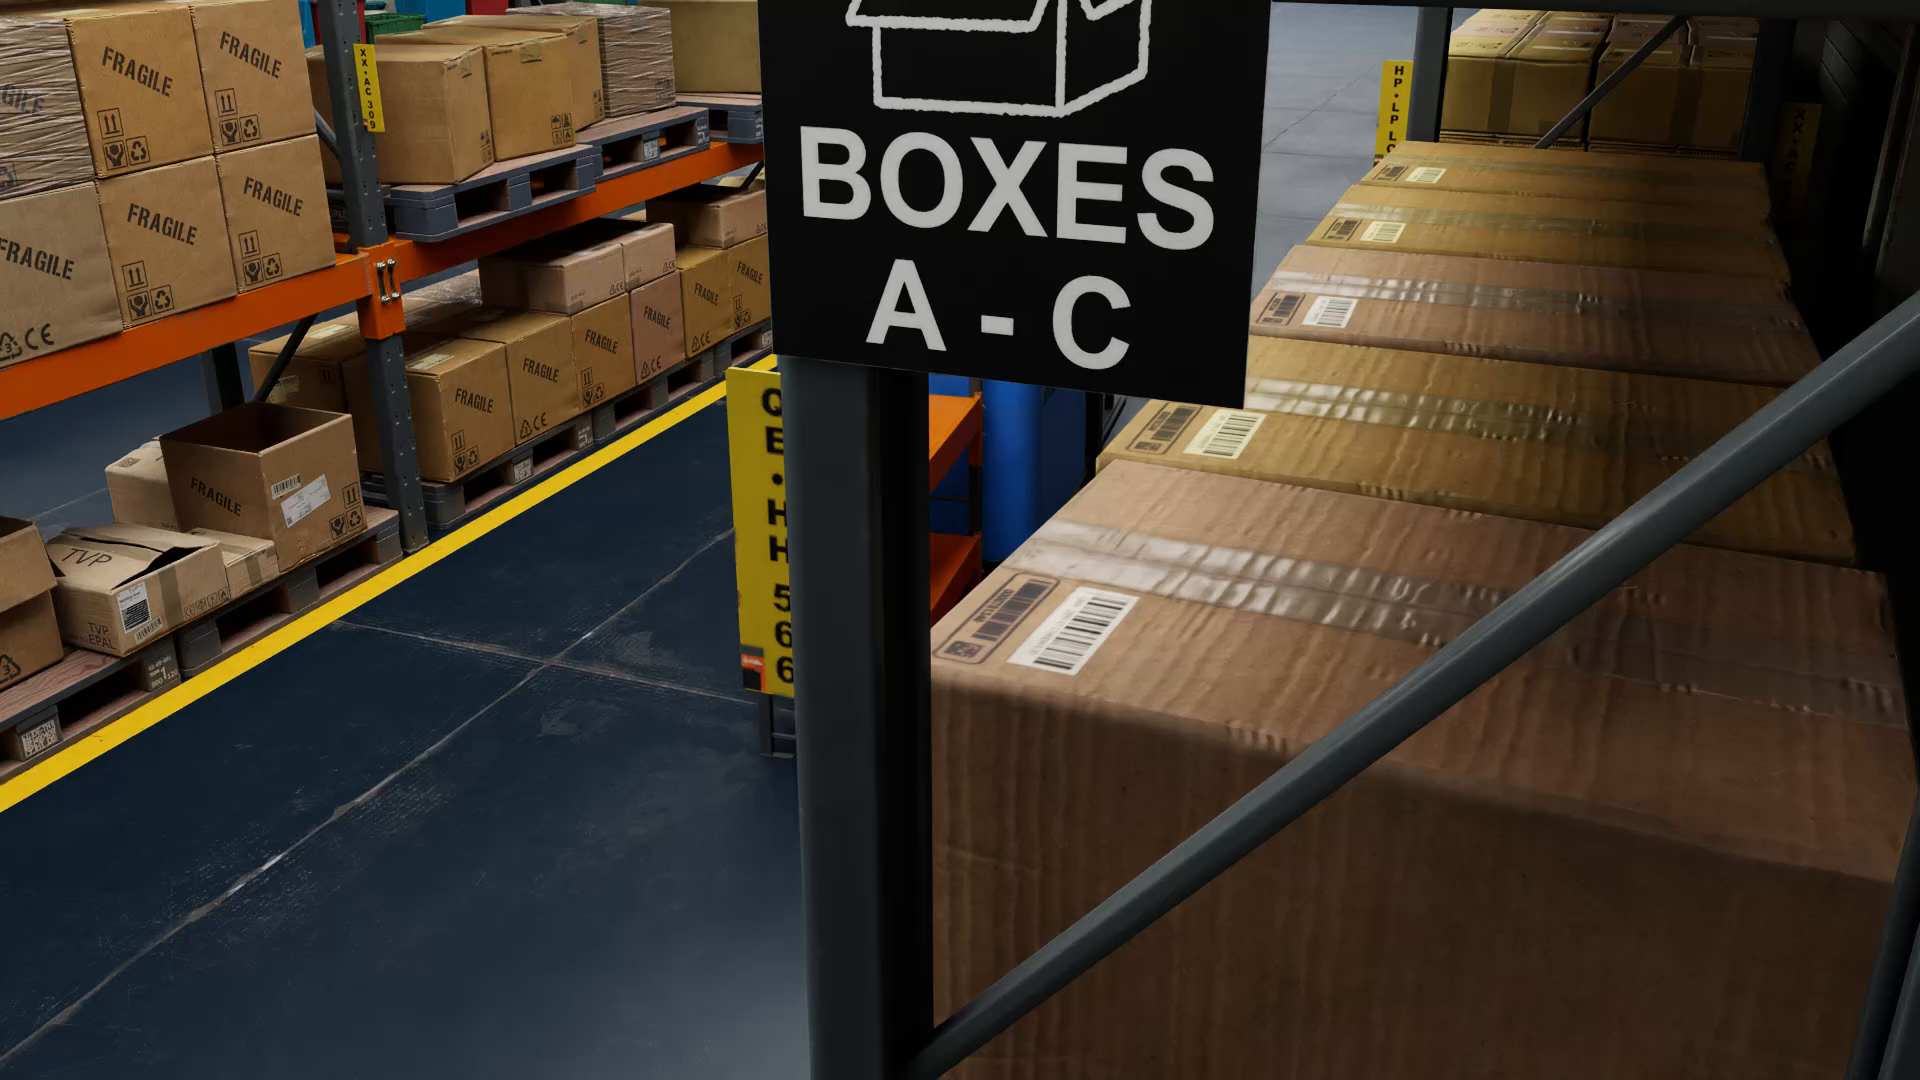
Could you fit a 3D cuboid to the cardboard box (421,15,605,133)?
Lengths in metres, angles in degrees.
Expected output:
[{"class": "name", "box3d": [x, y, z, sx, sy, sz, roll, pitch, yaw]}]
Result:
[{"class": "cardboard box", "box3d": [-2.182, -2.293, 8.172, 0.700, 0.500, 0.500, 3, 23, 7]}]

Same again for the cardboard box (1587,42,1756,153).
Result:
[{"class": "cardboard box", "box3d": [2.233, -1.370, 5.123, 0.500, 0.250, 0.500, 10, 25, 22]}]

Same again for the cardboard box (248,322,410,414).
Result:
[{"class": "cardboard box", "box3d": [-2.864, -0.679, 7.656, 0.500, 0.500, 0.500, 9, 24, 20]}]

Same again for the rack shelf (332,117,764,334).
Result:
[{"class": "rack shelf", "box3d": [-2.038, -1.795, 8.590, 1.077, 0.370, 4.000, 9, 24, 20]}]

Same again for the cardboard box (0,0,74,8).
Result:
[{"class": "cardboard box", "box3d": [-3.408, -1.606, 5.776, 0.500, 0.500, 0.500, 8, 24, 18]}]

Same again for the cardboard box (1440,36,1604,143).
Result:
[{"class": "cardboard box", "box3d": [1.756, -1.446, 5.306, 0.500, 0.250, 0.500, 9, 24, 21]}]

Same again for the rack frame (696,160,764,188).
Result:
[{"class": "rack frame", "box3d": [-1.295, -2.843, 10.165, 1.000, 3.000, 0.127, 9, 24, 20]}]

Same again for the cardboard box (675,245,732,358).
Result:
[{"class": "cardboard box", "box3d": [-1.617, -1.339, 9.237, 0.500, 0.500, 0.500, 8, 24, 18]}]

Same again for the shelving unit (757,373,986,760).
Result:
[{"class": "shelving unit", "box3d": [-0.292, 0.028, 5.722, 0.538, 1.125, 1.048, 6, 23, 13]}]

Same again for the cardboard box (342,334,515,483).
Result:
[{"class": "cardboard box", "box3d": [-2.375, -0.599, 7.466, 0.500, 0.500, 0.500, 8, 24, 18]}]

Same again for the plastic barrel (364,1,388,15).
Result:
[{"class": "plastic barrel", "box3d": [-5.041, -4.470, 14.238, 0.301, 0.262, 0.301, 0, 23, 0]}]

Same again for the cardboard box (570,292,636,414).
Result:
[{"class": "cardboard box", "box3d": [-1.994, -0.970, 8.352, 0.500, 0.500, 0.500, 9, 24, 21]}]

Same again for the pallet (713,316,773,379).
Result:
[{"class": "pallet", "box3d": [-1.607, -1.295, 10.076, 1.003, 0.211, 1.213, 9, 24, 20]}]

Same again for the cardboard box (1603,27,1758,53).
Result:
[{"class": "cardboard box", "box3d": [2.421, -1.558, 5.573, 0.500, 0.250, 0.500, 9, 24, 21]}]

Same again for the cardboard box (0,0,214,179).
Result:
[{"class": "cardboard box", "box3d": [-2.916, -1.517, 5.564, 0.500, 0.500, 0.500, 8, 24, 19]}]

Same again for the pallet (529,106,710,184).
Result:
[{"class": "pallet", "box3d": [-2.013, -2.058, 8.534, 1.003, 0.211, 1.213, 9, 24, 20]}]

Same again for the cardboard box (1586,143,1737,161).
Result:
[{"class": "cardboard box", "box3d": [2.225, -1.025, 5.270, 0.500, 0.500, 0.500, 8, 24, 18]}]

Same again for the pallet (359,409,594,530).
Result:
[{"class": "pallet", "box3d": [-2.514, -0.421, 7.985, 1.003, 0.211, 1.213, 9, 24, 20]}]

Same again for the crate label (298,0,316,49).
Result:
[{"class": "crate label", "box3d": [-5.272, -3.887, 12.617, 0.502, 0.435, 0.616, 9, 24, 20]}]

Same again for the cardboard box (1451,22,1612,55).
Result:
[{"class": "cardboard box", "box3d": [1.955, -1.628, 5.741, 0.500, 0.250, 0.500, 9, 24, 21]}]

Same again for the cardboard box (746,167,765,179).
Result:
[{"class": "cardboard box", "box3d": [-1.142, -2.436, 11.486, 0.500, 0.311, 0.500, 8, 24, 19]}]

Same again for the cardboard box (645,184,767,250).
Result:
[{"class": "cardboard box", "box3d": [-1.441, -1.850, 9.486, 0.500, 0.250, 0.500, 10, 25, 22]}]

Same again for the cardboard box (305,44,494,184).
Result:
[{"class": "cardboard box", "box3d": [-2.397, -1.789, 6.967, 0.700, 0.500, 0.500, 1, 23, 2]}]

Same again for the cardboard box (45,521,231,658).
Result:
[{"class": "cardboard box", "box3d": [-3.008, 0.139, 5.943, 0.500, 0.311, 0.500, 9, 24, 20]}]

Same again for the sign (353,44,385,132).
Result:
[{"class": "sign", "box3d": [-2.274, -1.736, 6.392, 0.100, 0.325, 0.005, 9, 24, 20]}]

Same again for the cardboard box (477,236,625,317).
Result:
[{"class": "cardboard box", "box3d": [-2.003, -1.303, 8.178, 0.500, 0.250, 0.500, 9, 24, 20]}]

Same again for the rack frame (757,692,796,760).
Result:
[{"class": "rack frame", "box3d": [-0.418, 0.218, 5.268, 0.500, 1.125, 0.032, 6, 23, 13]}]

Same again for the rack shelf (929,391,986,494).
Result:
[{"class": "rack shelf", "box3d": [-0.292, -0.242, 5.610, 0.538, 0.278, 1.000, 6, 23, 13]}]

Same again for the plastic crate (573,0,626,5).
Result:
[{"class": "plastic crate", "box3d": [-3.640, -5.333, 16.400, 0.450, 0.188, 0.662, 9, 24, 20]}]

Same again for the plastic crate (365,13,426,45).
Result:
[{"class": "plastic crate", "box3d": [-4.792, -4.224, 13.745, 0.450, 0.188, 0.662, 9, 24, 20]}]

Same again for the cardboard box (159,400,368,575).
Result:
[{"class": "cardboard box", "box3d": [-2.729, -0.217, 6.550, 0.500, 0.500, 0.500, 9, 24, 20]}]

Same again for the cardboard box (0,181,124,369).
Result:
[{"class": "cardboard box", "box3d": [-3.107, -0.873, 5.319, 0.500, 0.500, 0.500, 9, 24, 21]}]

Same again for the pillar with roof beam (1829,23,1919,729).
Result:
[{"class": "pillar with roof beam", "box3d": [-1.634, -3.714, 4.466, 9.100, 9.000, 0.400, 9, 24, 20]}]

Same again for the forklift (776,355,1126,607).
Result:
[{"class": "forklift", "box3d": [0.155, -1.586, 7.245, 1.130, 2.935, 3.031, 6, 23, 13]}]

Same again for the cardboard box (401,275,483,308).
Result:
[{"class": "cardboard box", "box3d": [-2.485, -1.034, 8.506, 0.500, 0.500, 0.500, 9, 24, 21]}]

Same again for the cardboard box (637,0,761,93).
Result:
[{"class": "cardboard box", "box3d": [-1.424, -2.842, 9.486, 0.700, 0.500, 0.500, 1, 23, 2]}]

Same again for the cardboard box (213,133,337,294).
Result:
[{"class": "cardboard box", "box3d": [-2.728, -1.242, 6.202, 0.500, 0.500, 0.500, 9, 24, 21]}]

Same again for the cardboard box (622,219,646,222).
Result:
[{"class": "cardboard box", "box3d": [-1.919, -1.583, 9.819, 0.500, 0.500, 0.500, 8, 24, 18]}]

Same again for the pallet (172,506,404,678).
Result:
[{"class": "pallet", "box3d": [-3.037, 0.121, 6.687, 1.003, 0.211, 1.213, 9, 24, 20]}]

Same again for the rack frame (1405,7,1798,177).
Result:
[{"class": "rack frame", "box3d": [1.820, -0.704, 5.043, 1.000, 3.000, 0.127, 9, 24, 20]}]

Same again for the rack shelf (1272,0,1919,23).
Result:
[{"class": "rack shelf", "box3d": [1.077, -1.040, 2.890, 1.077, 0.370, 4.000, 9, 24, 20]}]

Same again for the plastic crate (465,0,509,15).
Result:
[{"class": "plastic crate", "box3d": [-4.303, -4.797, 14.761, 0.402, 0.464, 0.583, 9, 24, 20]}]

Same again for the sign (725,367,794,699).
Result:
[{"class": "sign", "box3d": [-0.165, 0.001, 1.545, 0.100, 0.325, 0.005, 9, 24, 20]}]

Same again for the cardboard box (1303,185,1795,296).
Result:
[{"class": "cardboard box", "box3d": [1.327, -0.390, 3.903, 0.980, 0.700, 0.700, 8, 24, 19]}]

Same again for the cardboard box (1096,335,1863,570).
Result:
[{"class": "cardboard box", "box3d": [0.774, 0.143, 2.626, 0.980, 0.700, 0.700, 9, 24, 20]}]
